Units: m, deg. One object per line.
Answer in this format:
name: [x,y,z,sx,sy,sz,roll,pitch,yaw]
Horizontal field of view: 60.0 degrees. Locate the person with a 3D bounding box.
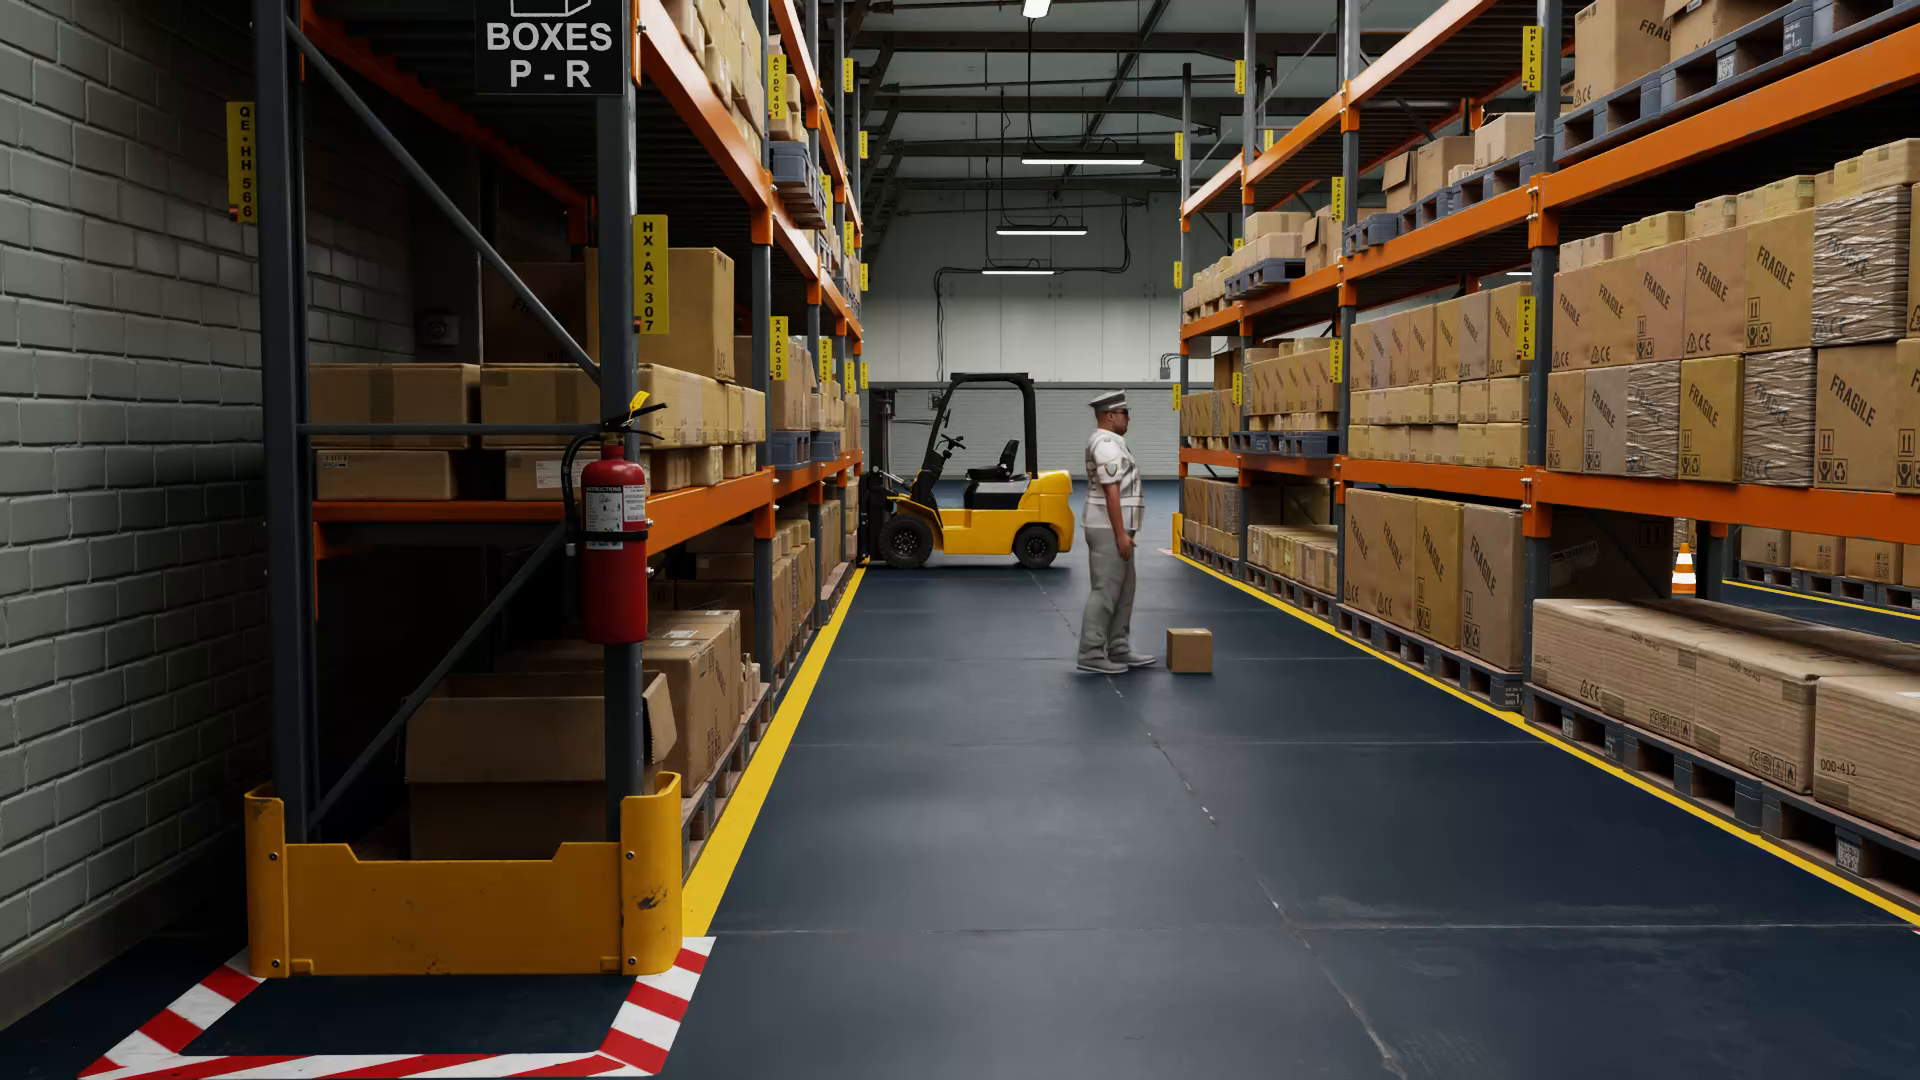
person: [0.991,-0.056,10.453,0.534,1.775,0.530,0,4,-1]
